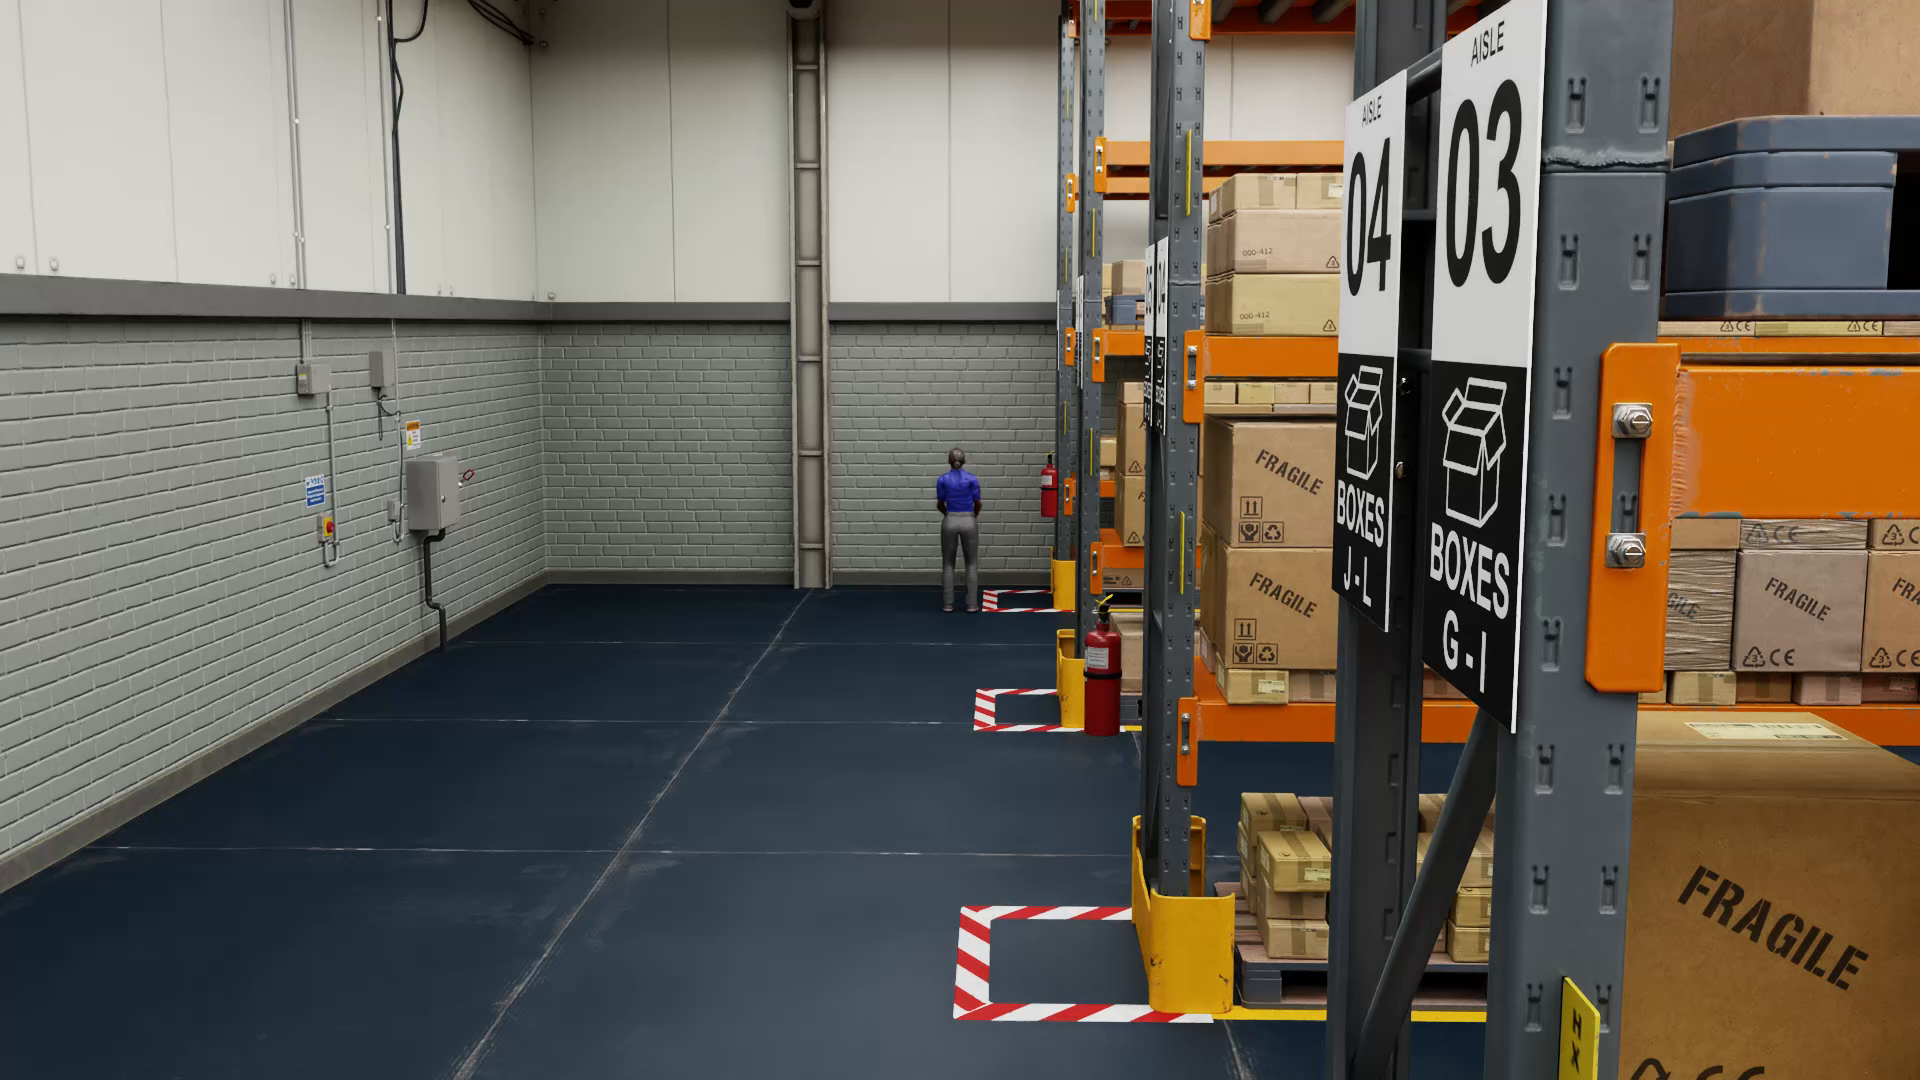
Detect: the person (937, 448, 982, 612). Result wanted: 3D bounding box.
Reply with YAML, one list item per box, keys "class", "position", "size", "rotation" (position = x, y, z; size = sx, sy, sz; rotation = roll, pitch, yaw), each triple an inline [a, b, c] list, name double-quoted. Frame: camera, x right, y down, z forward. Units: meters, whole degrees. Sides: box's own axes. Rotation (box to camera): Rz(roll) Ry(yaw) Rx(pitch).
- class: "person"
  position: [0.001, -0.113, 16.686]
  size: [0.454, 1.652, 0.511]
  rotation: [1, 7, 6]
